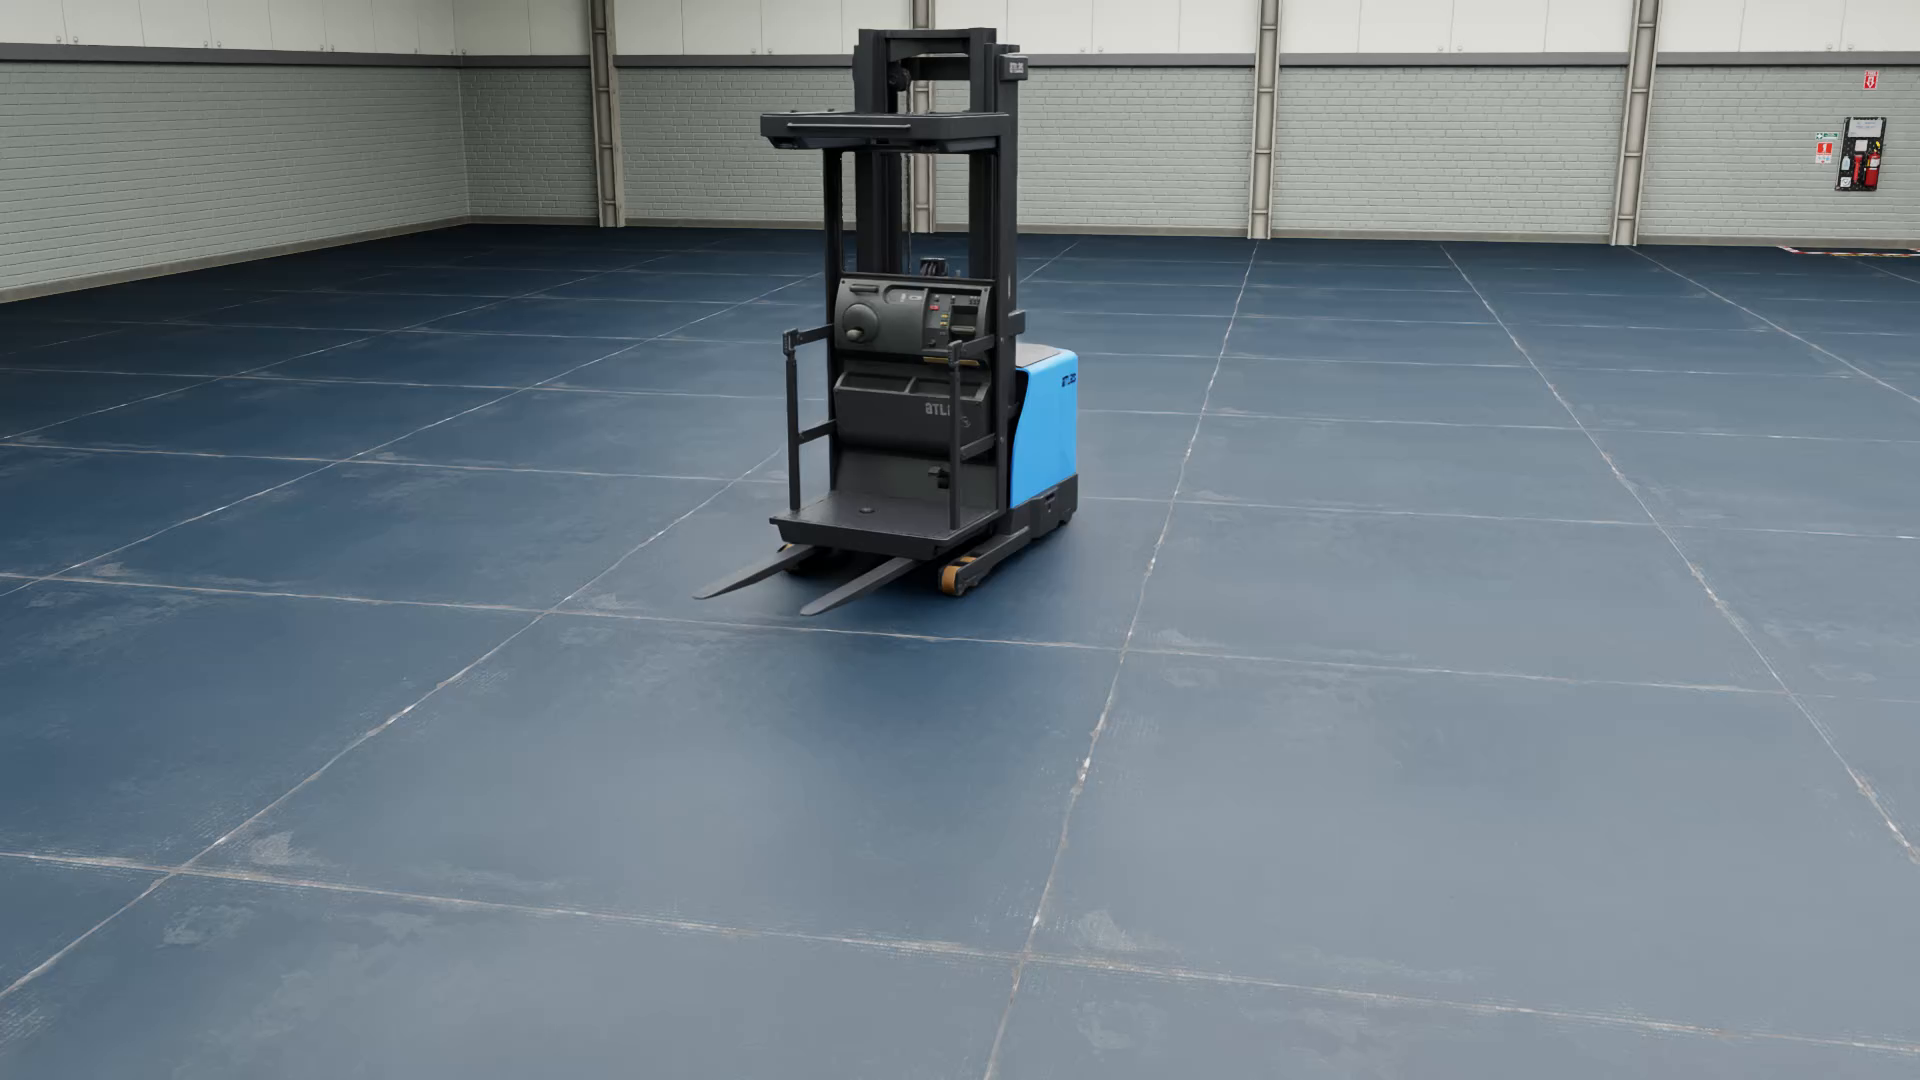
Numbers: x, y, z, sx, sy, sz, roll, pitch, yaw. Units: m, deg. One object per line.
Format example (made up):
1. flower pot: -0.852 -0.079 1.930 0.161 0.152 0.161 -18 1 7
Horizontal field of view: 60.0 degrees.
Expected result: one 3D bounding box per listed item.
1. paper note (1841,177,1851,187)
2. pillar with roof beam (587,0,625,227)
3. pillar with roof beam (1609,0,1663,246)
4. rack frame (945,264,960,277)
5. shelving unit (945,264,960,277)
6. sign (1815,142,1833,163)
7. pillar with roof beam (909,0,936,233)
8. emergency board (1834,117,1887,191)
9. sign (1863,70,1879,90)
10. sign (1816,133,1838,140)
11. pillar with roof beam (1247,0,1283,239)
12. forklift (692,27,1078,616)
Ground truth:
1. paper note: 14.405 -5.822 27.040 0.142 0.148 0.016 3 16 11
2. pillar with roof beam: -7.398 -9.119 26.056 0.400 9.000 9.100 3 16 11
3. pillar with roof beam: 10.241 -8.162 22.599 0.400 9.000 9.100 3 16 11
4. rack frame: -0.050 -1.038 10.931 0.023 1.500 0.400 -3 16 -12
5. shelving unit: -0.408 -1.018 10.857 0.755 1.500 0.431 -3 16 -12
6. sign: 14.044 -6.292 27.022 0.234 0.329 0.001 3 16 11
7. pillar with roof beam: -1.518 -8.800 24.903 0.400 9.000 9.100 3 16 11
8. emergency board: 14.565 -6.219 26.823 0.643 1.169 0.194 3 16 11
9. sign: 14.577 -7.362 26.610 0.199 0.298 0.001 3 16 11
10. sign: 14.046 -6.545 26.942 0.331 0.109 0.001 3 16 11
11. pillar with roof beam: 4.362 -8.481 23.751 0.400 9.000 9.100 3 16 11
12. forklift: -0.358 -1.244 8.992 1.130 2.935 3.031 7 17 25
